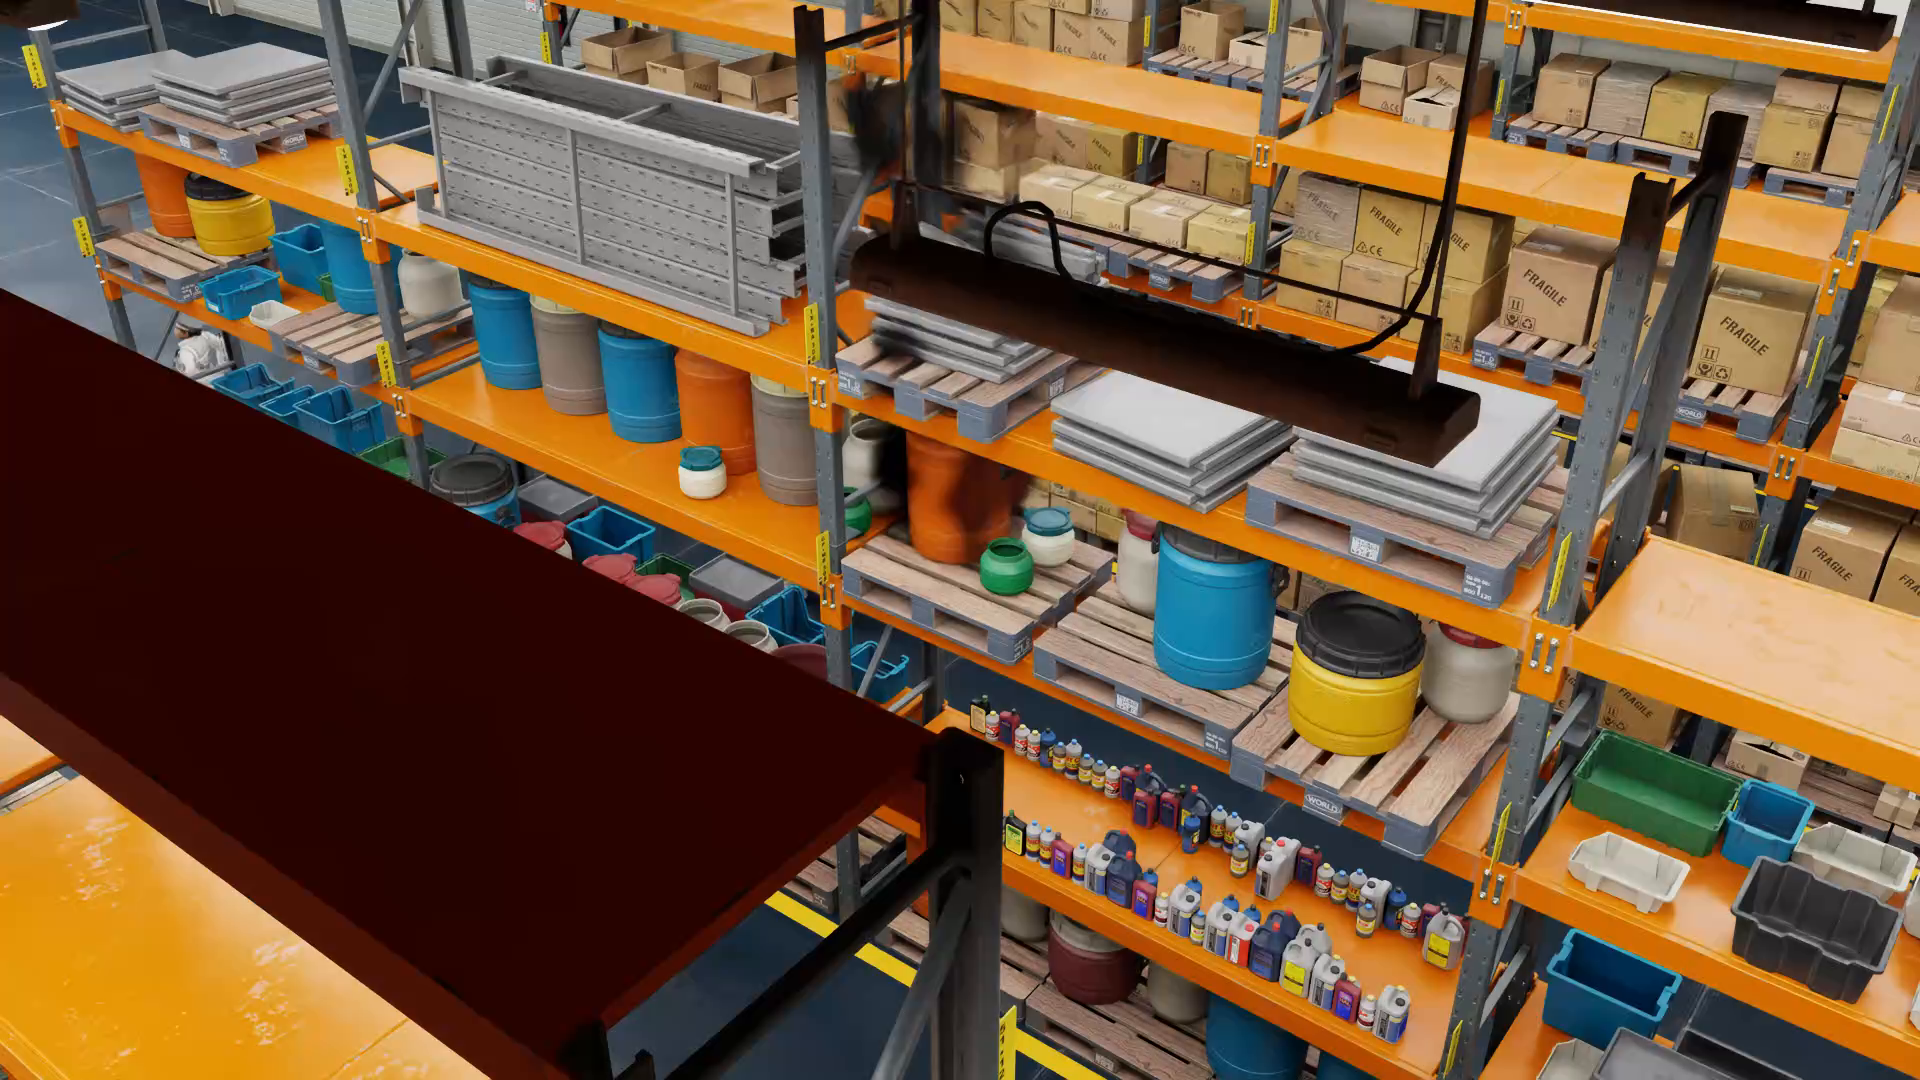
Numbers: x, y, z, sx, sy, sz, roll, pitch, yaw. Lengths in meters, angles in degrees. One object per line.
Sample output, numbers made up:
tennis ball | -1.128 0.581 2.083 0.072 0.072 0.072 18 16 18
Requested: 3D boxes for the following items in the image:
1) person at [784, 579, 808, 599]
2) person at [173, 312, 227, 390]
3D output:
person | -1.300 -0.182 13.989 0.826 1.653 0.715 15 34 23
person | -7.390 -1.483 16.110 0.598 1.628 0.606 -5 32 -7
